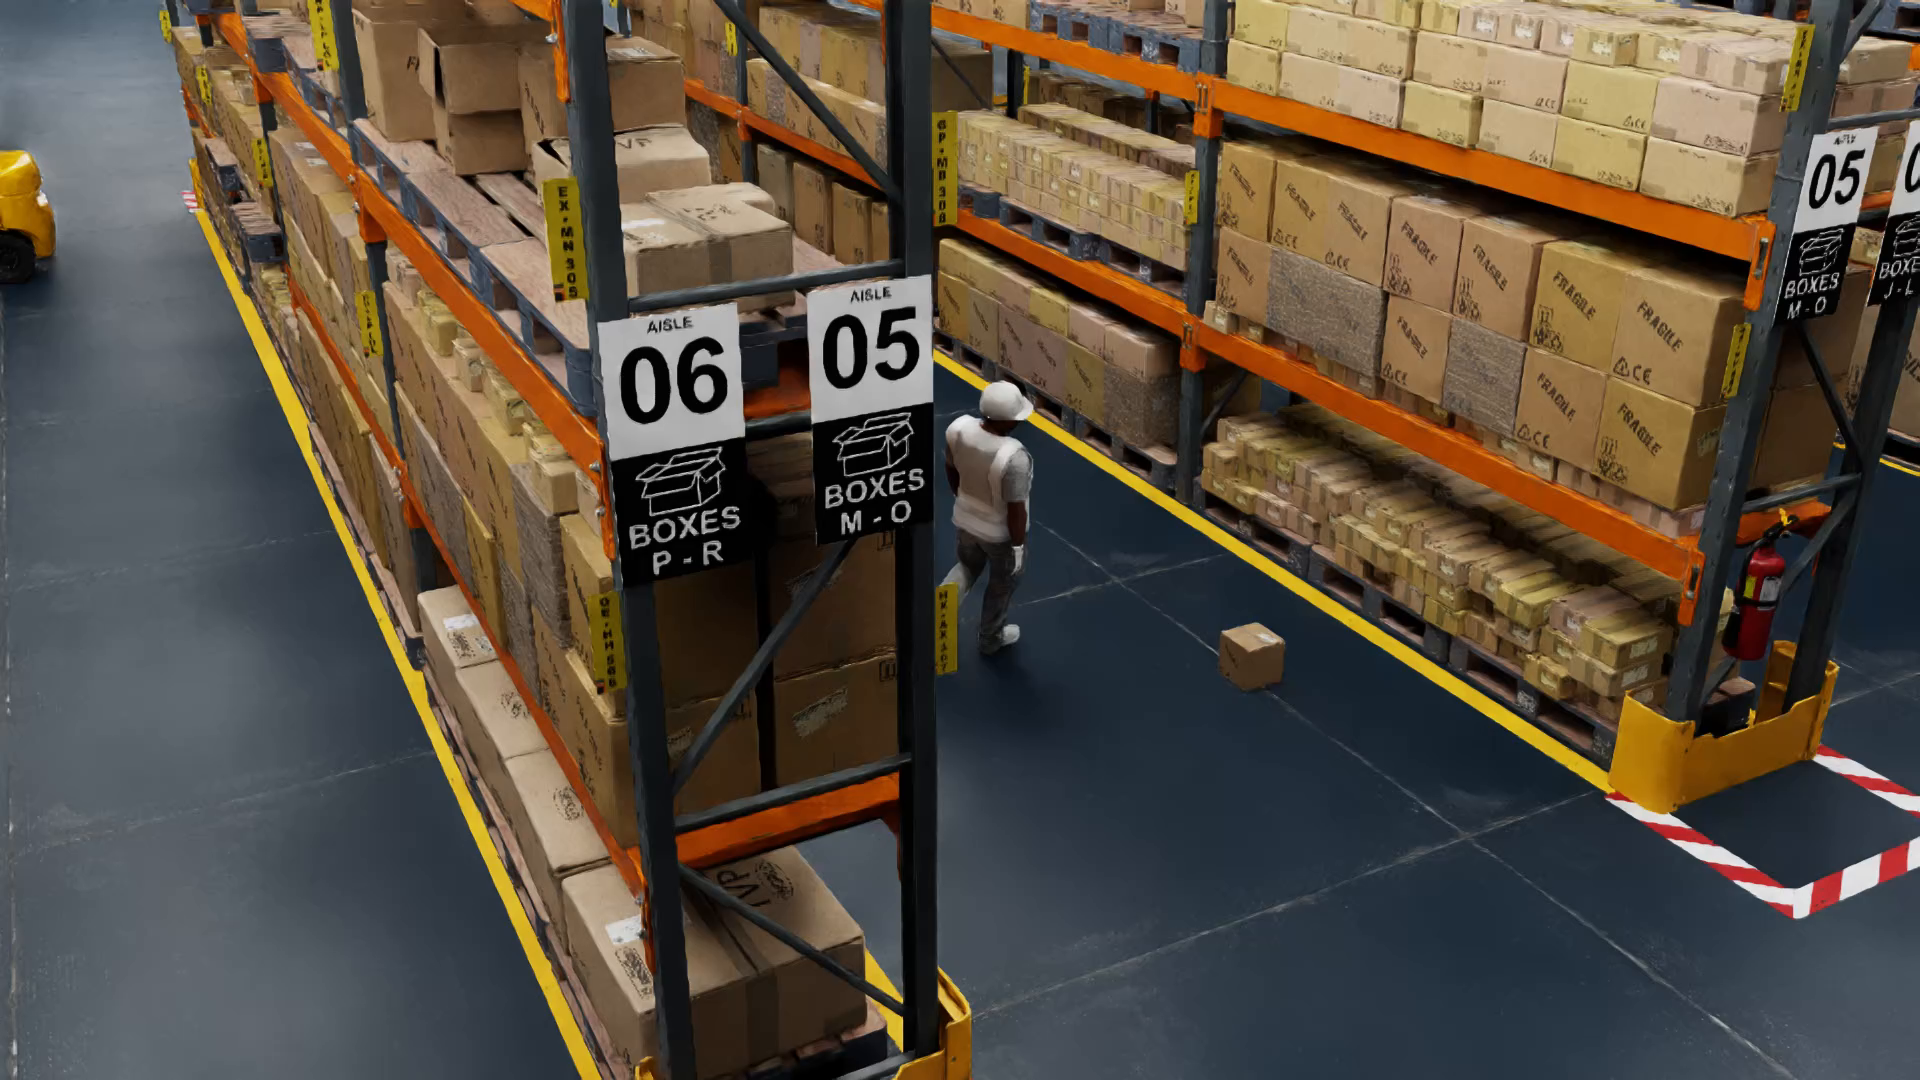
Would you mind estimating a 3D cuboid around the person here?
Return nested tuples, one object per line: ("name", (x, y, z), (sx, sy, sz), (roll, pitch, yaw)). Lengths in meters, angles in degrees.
("person", (0.170, -0.084, 8.827), (0.619, 1.726, 0.766), (21, 33, 38))
